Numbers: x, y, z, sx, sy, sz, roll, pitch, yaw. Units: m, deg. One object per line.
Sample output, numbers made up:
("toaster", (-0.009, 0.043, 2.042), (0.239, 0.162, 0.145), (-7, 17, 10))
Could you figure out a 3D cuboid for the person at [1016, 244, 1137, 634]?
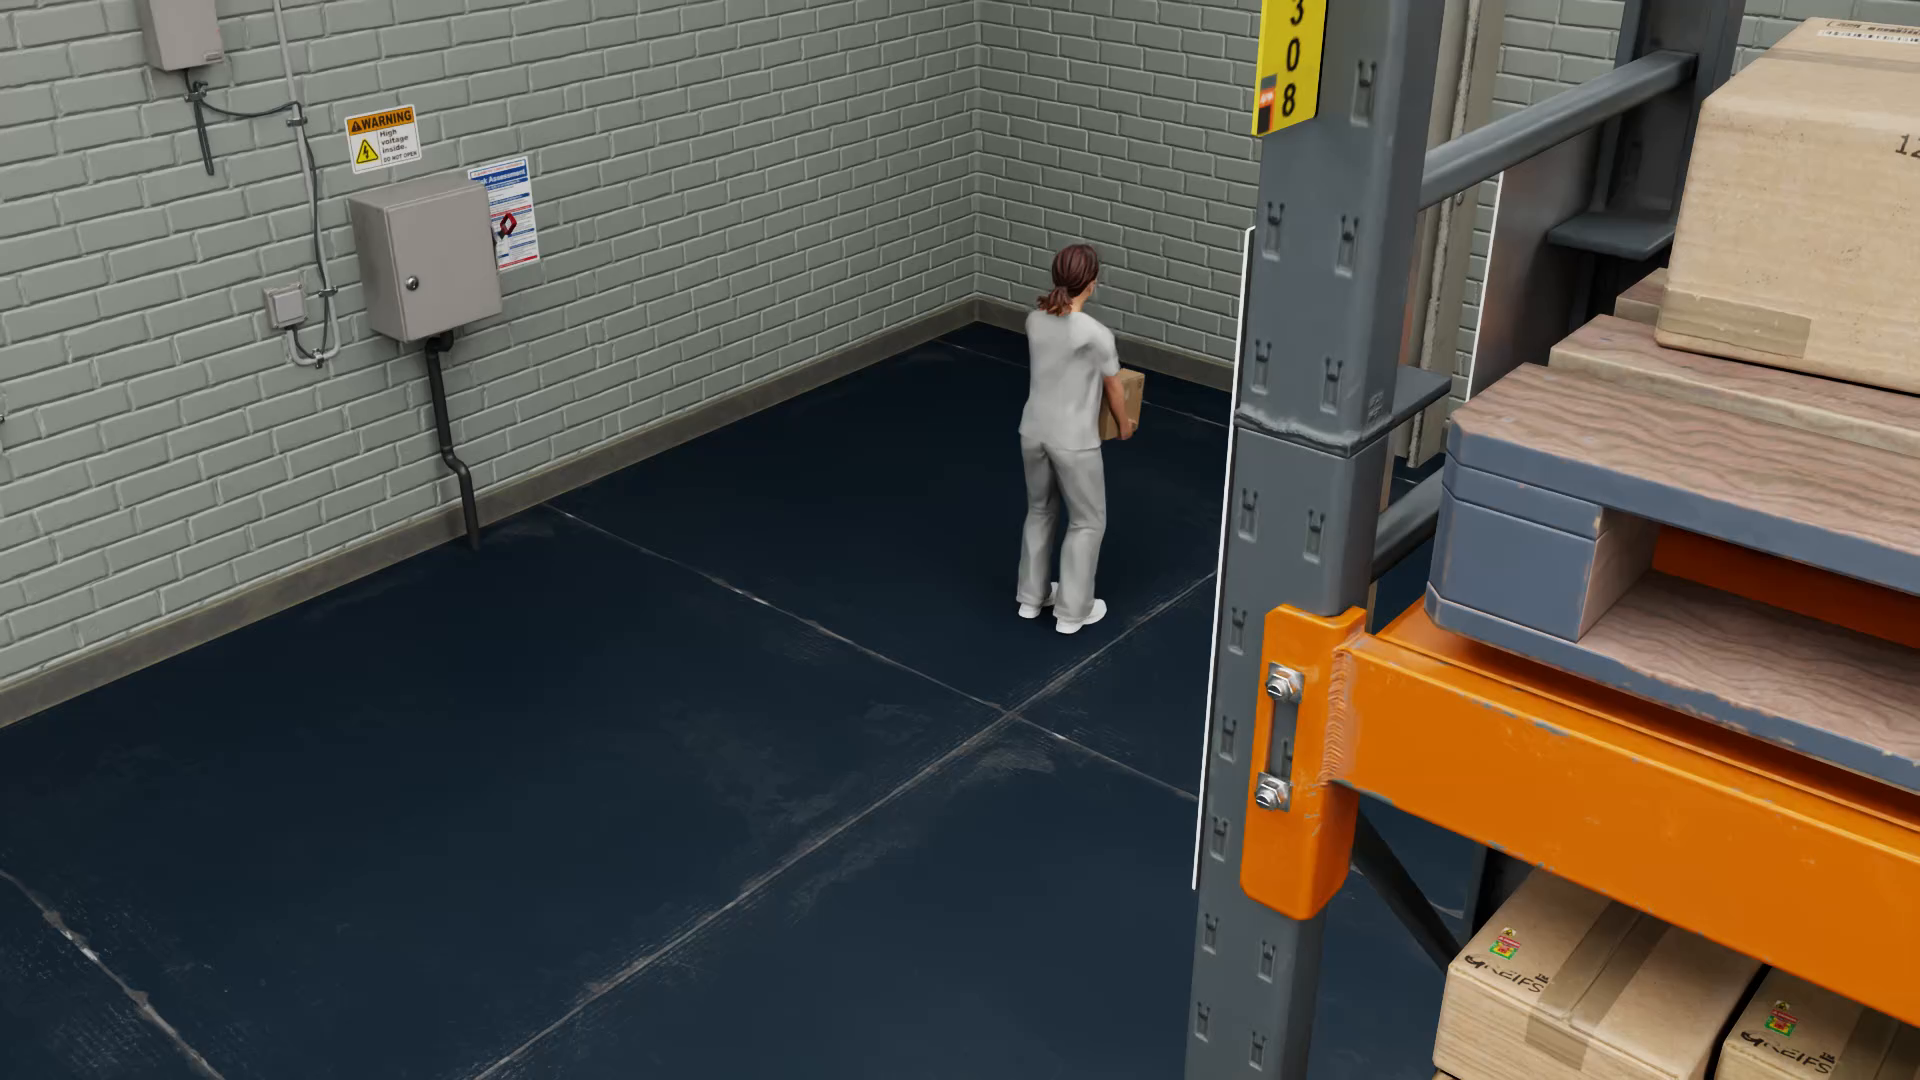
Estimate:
("person", (0.479, -0.440, 6.985), (0.410, 1.664, 0.513), (20, 34, 34))
